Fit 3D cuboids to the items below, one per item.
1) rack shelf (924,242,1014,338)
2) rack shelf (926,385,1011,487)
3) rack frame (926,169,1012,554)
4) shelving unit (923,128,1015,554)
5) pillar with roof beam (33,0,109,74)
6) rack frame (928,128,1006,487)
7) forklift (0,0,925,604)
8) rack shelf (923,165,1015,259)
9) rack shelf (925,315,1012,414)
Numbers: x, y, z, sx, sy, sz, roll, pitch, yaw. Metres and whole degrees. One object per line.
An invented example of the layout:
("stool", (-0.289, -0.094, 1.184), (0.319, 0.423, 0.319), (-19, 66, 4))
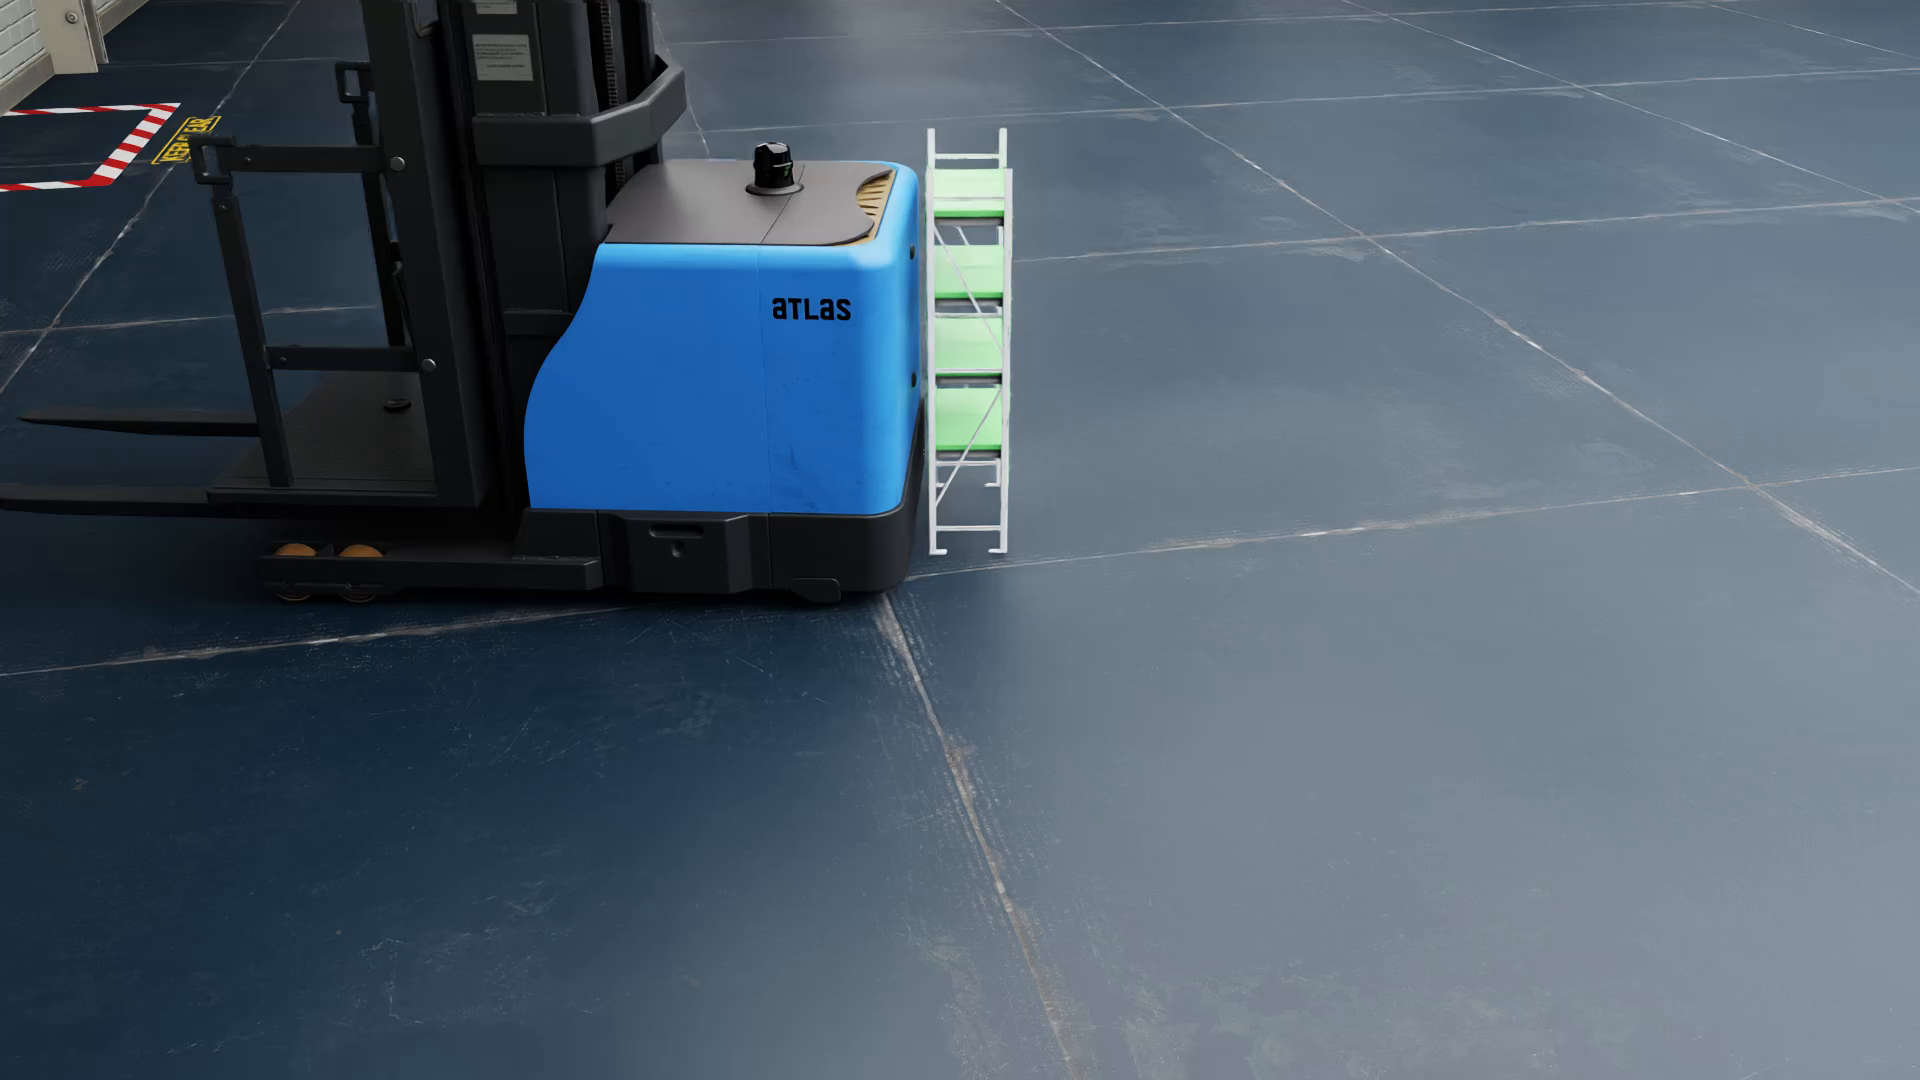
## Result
("rack shelf", (0.024, -0.764, 5.042), (0.258, 0.148, 0.480), (0, 27, 0))
("rack shelf", (0.024, -0.336, 5.258), (0.258, 0.148, 0.480), (0, 27, 0))
("rack frame", (0.026, -0.497, 4.903), (0.240, 1.200, 0.015), (0, 27, 0))
("shelving unit", (0.024, -0.607, 5.121), (0.258, 1.200, 0.503), (0, 27, 0))
("pillar with roof beam", (-2.156, -7.859, 10.833), (9.100, 9.000, 0.400), (-6, 27, -12))
("rack frame", (0.021, -0.717, 5.339), (0.240, 1.200, 0.015), (0, 27, 0))
("forklift", (-1.652, -1.361, 4.693), (3.031, 2.935, 1.130), (1, 27, 2))
("rack shelf", (0.024, -0.979, 4.934), (0.258, 0.148, 0.480), (0, 27, 0))
("rack shelf", (0.024, -0.550, 5.150), (0.258, 0.148, 0.480), (0, 27, 0))
